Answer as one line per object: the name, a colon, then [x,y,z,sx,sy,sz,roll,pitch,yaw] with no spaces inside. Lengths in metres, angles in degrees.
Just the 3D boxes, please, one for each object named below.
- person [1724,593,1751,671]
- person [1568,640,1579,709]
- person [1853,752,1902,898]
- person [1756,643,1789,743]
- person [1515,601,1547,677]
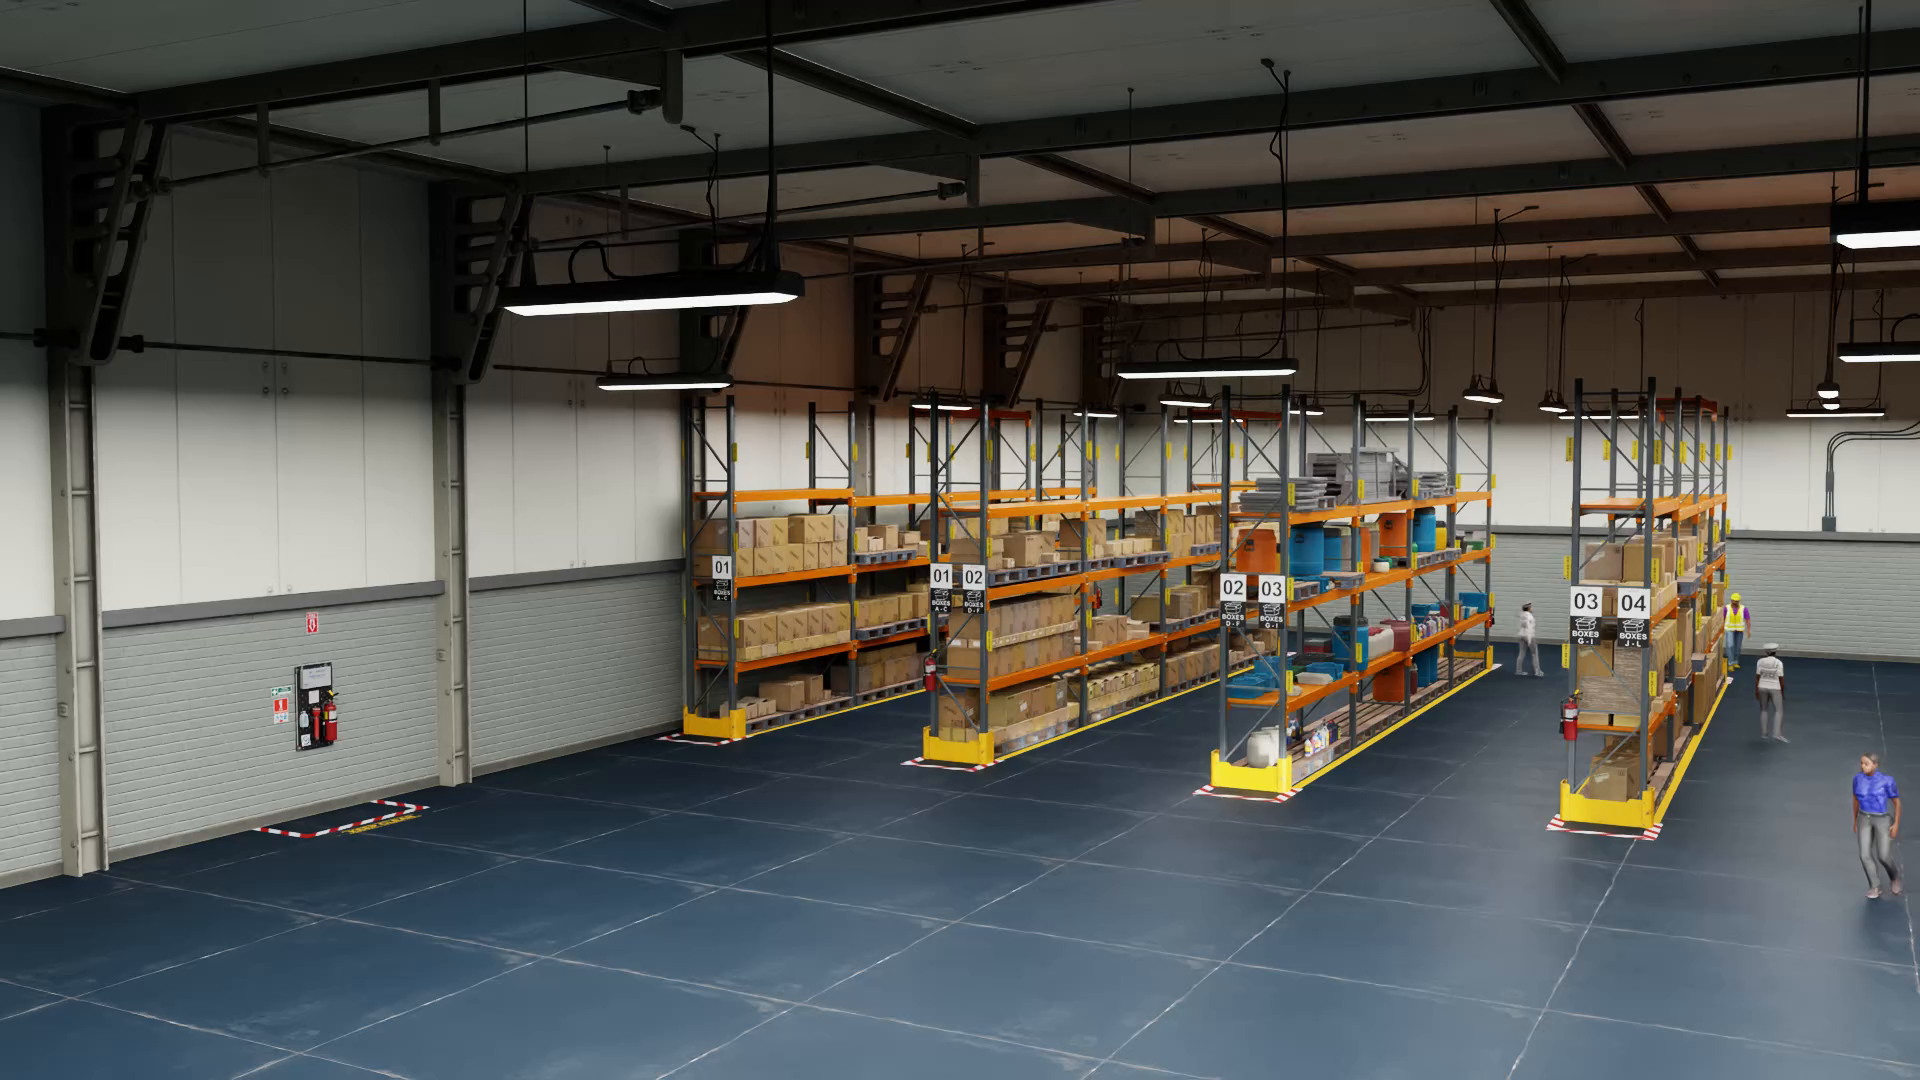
person: [17.850,2.110,38.264,0.612,1.768,0.715,1,3,17]
person: [12.060,2.442,32.130,0.598,1.754,0.656,3,4,42]
person: [10.379,3.206,18.811,0.486,1.626,0.522,-3,4,-40]
person: [14.149,2.652,28.932,0.586,1.705,0.447,3,4,41]
person: [12.754,2.210,37.271,0.655,1.693,0.537,-1,3,-24]
